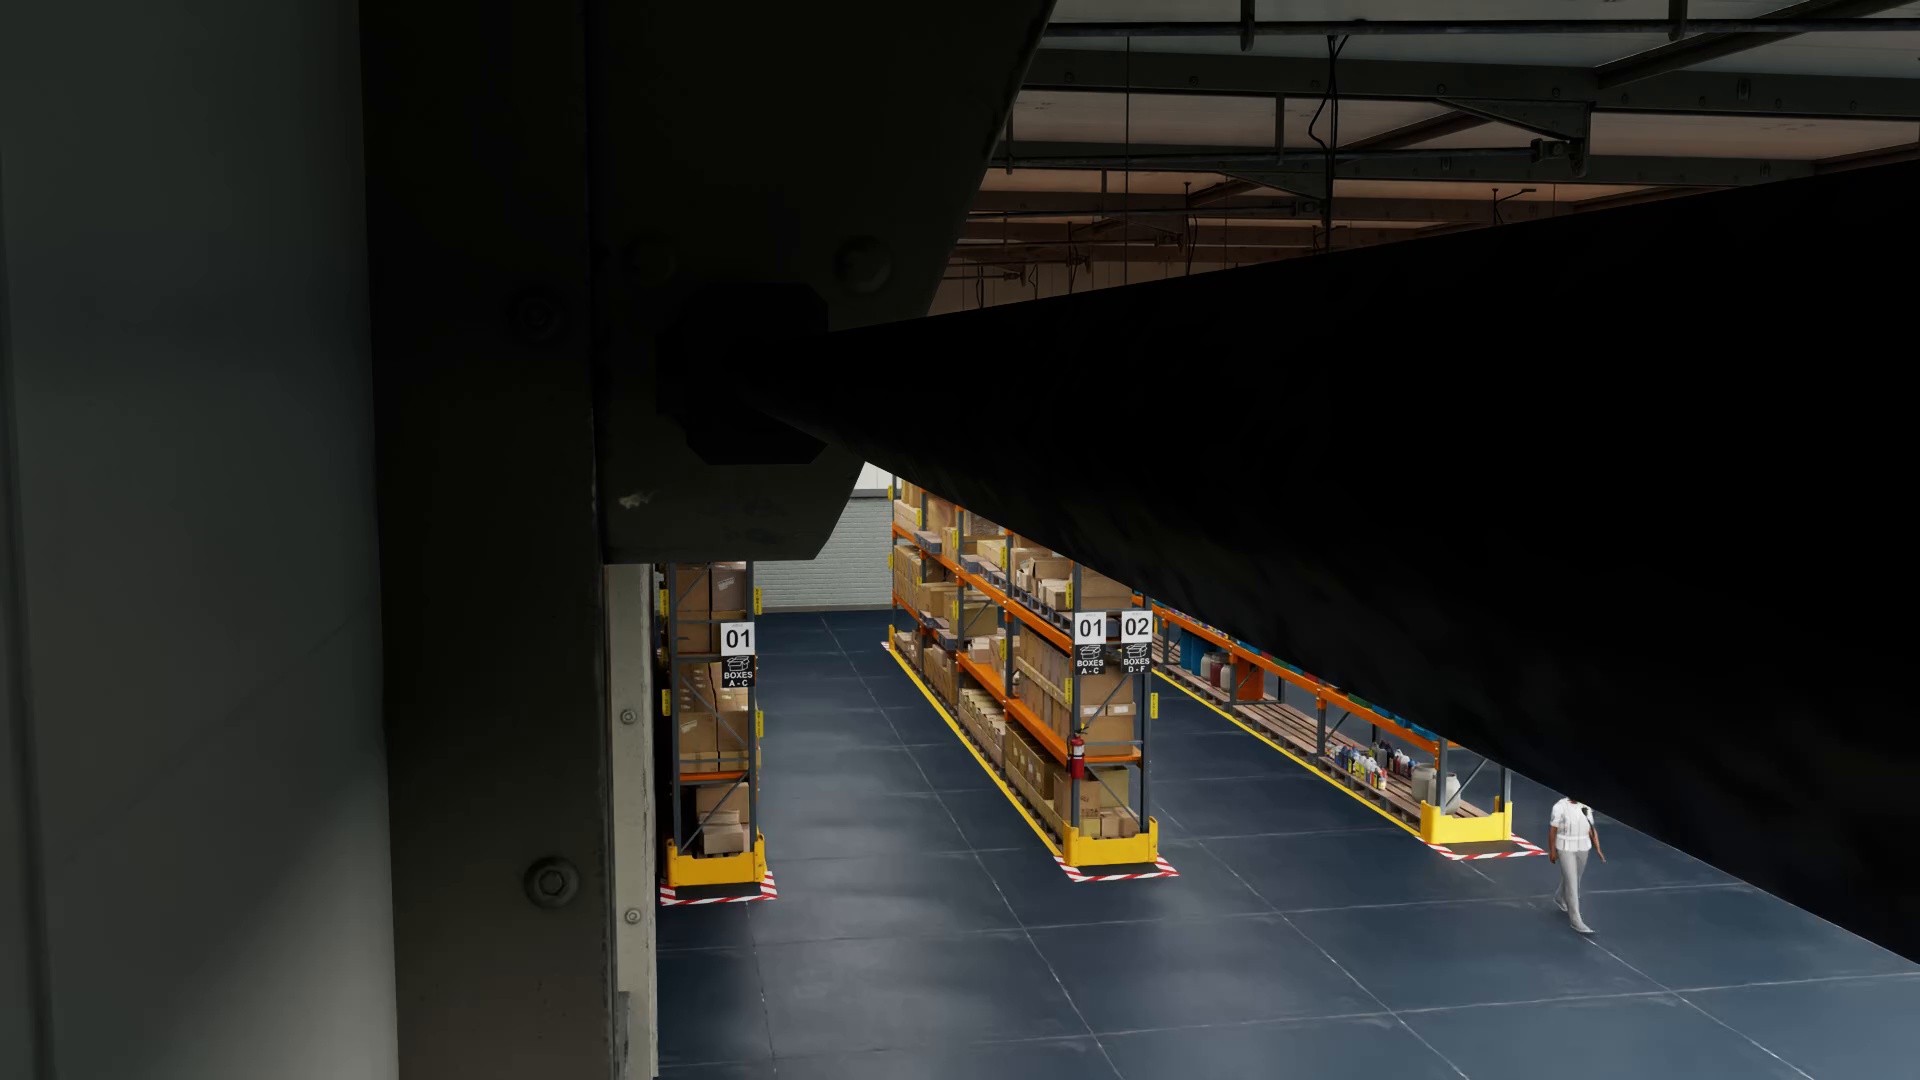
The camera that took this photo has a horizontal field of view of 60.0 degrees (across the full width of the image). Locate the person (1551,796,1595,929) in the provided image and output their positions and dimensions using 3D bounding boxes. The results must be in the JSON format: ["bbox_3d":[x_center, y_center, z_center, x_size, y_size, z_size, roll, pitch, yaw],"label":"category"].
[{"bbox_3d":[6.903,3.473,18.739,0.478,1.670,0.702,2,7,21],"label":"person"}]
